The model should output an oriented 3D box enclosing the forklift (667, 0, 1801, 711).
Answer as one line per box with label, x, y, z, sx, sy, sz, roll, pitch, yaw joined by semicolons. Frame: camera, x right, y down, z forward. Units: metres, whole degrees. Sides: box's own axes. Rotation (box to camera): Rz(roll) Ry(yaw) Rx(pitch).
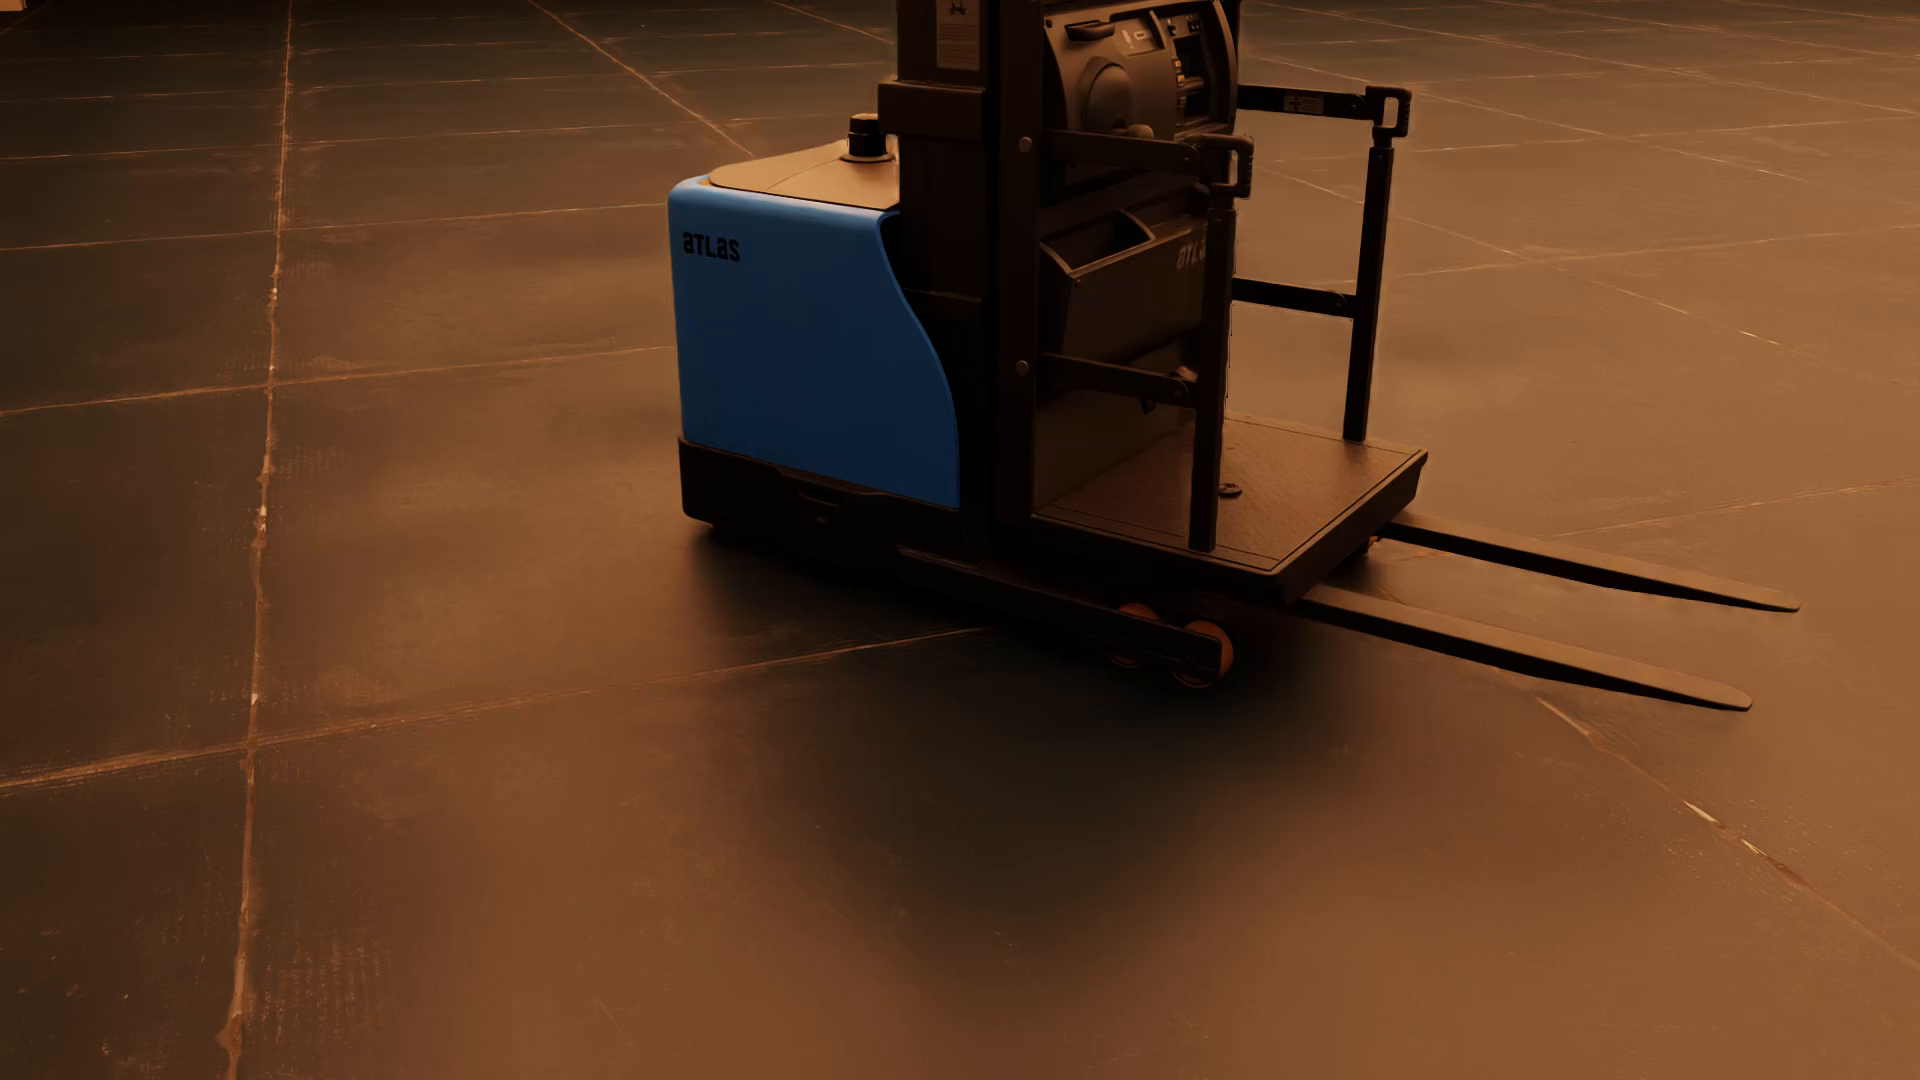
forklift;0.652;-1.212;4.181;3.031;2.935;1.130;15;27;31
